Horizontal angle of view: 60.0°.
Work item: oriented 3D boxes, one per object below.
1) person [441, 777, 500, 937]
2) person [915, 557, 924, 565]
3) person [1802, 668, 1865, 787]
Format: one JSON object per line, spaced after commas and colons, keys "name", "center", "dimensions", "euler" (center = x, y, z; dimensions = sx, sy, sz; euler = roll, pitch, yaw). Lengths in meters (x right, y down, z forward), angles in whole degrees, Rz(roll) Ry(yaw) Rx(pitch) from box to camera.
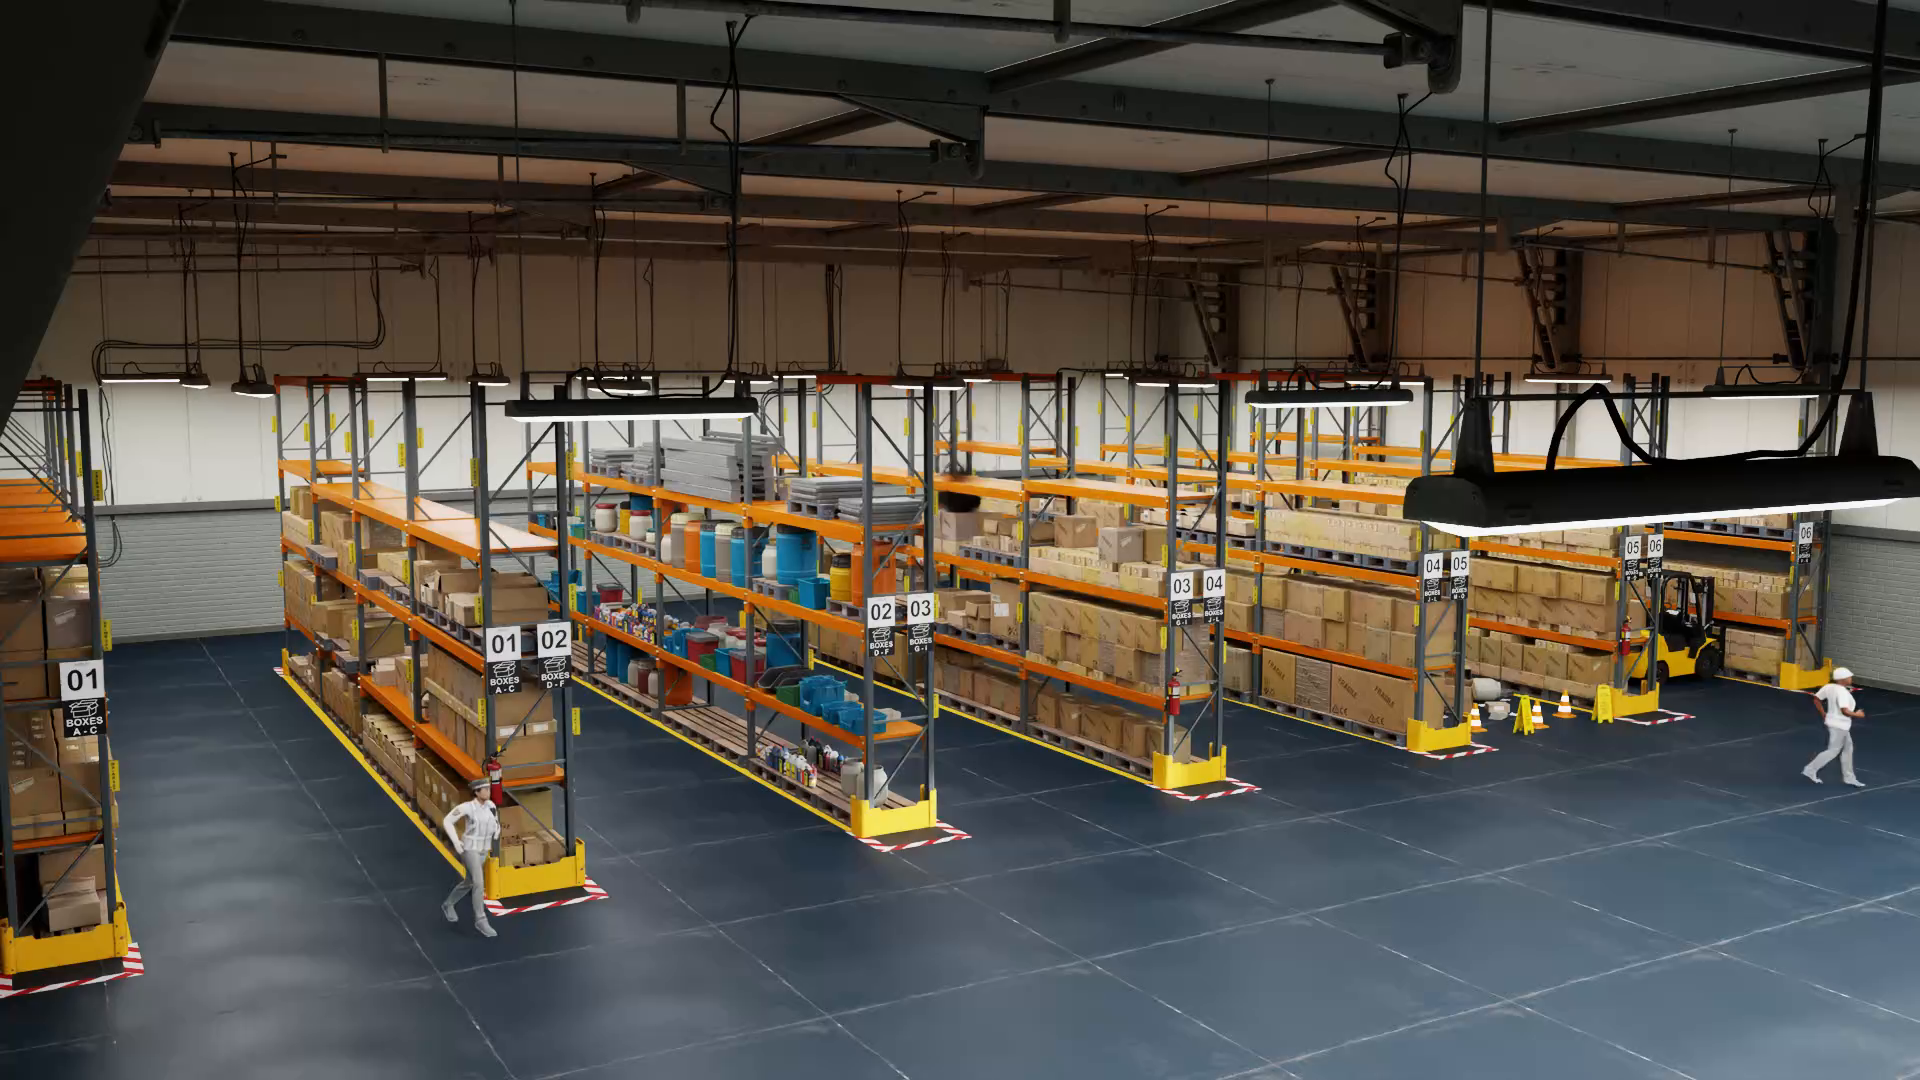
{"name": "person", "center": [-5.390, 3.473, 18.546], "dimensions": [0.897, 1.681, 0.626], "euler": [3, 7, 27]}
{"name": "person", "center": [-1.020, 0.875, 41.962], "dimensions": [0.765, 1.759, 0.649], "euler": [-1, 6, -12]}
{"name": "person", "center": [12.935, 2.767, 24.518], "dimensions": [0.902, 1.784, 0.687], "euler": [1, 6, 13]}
